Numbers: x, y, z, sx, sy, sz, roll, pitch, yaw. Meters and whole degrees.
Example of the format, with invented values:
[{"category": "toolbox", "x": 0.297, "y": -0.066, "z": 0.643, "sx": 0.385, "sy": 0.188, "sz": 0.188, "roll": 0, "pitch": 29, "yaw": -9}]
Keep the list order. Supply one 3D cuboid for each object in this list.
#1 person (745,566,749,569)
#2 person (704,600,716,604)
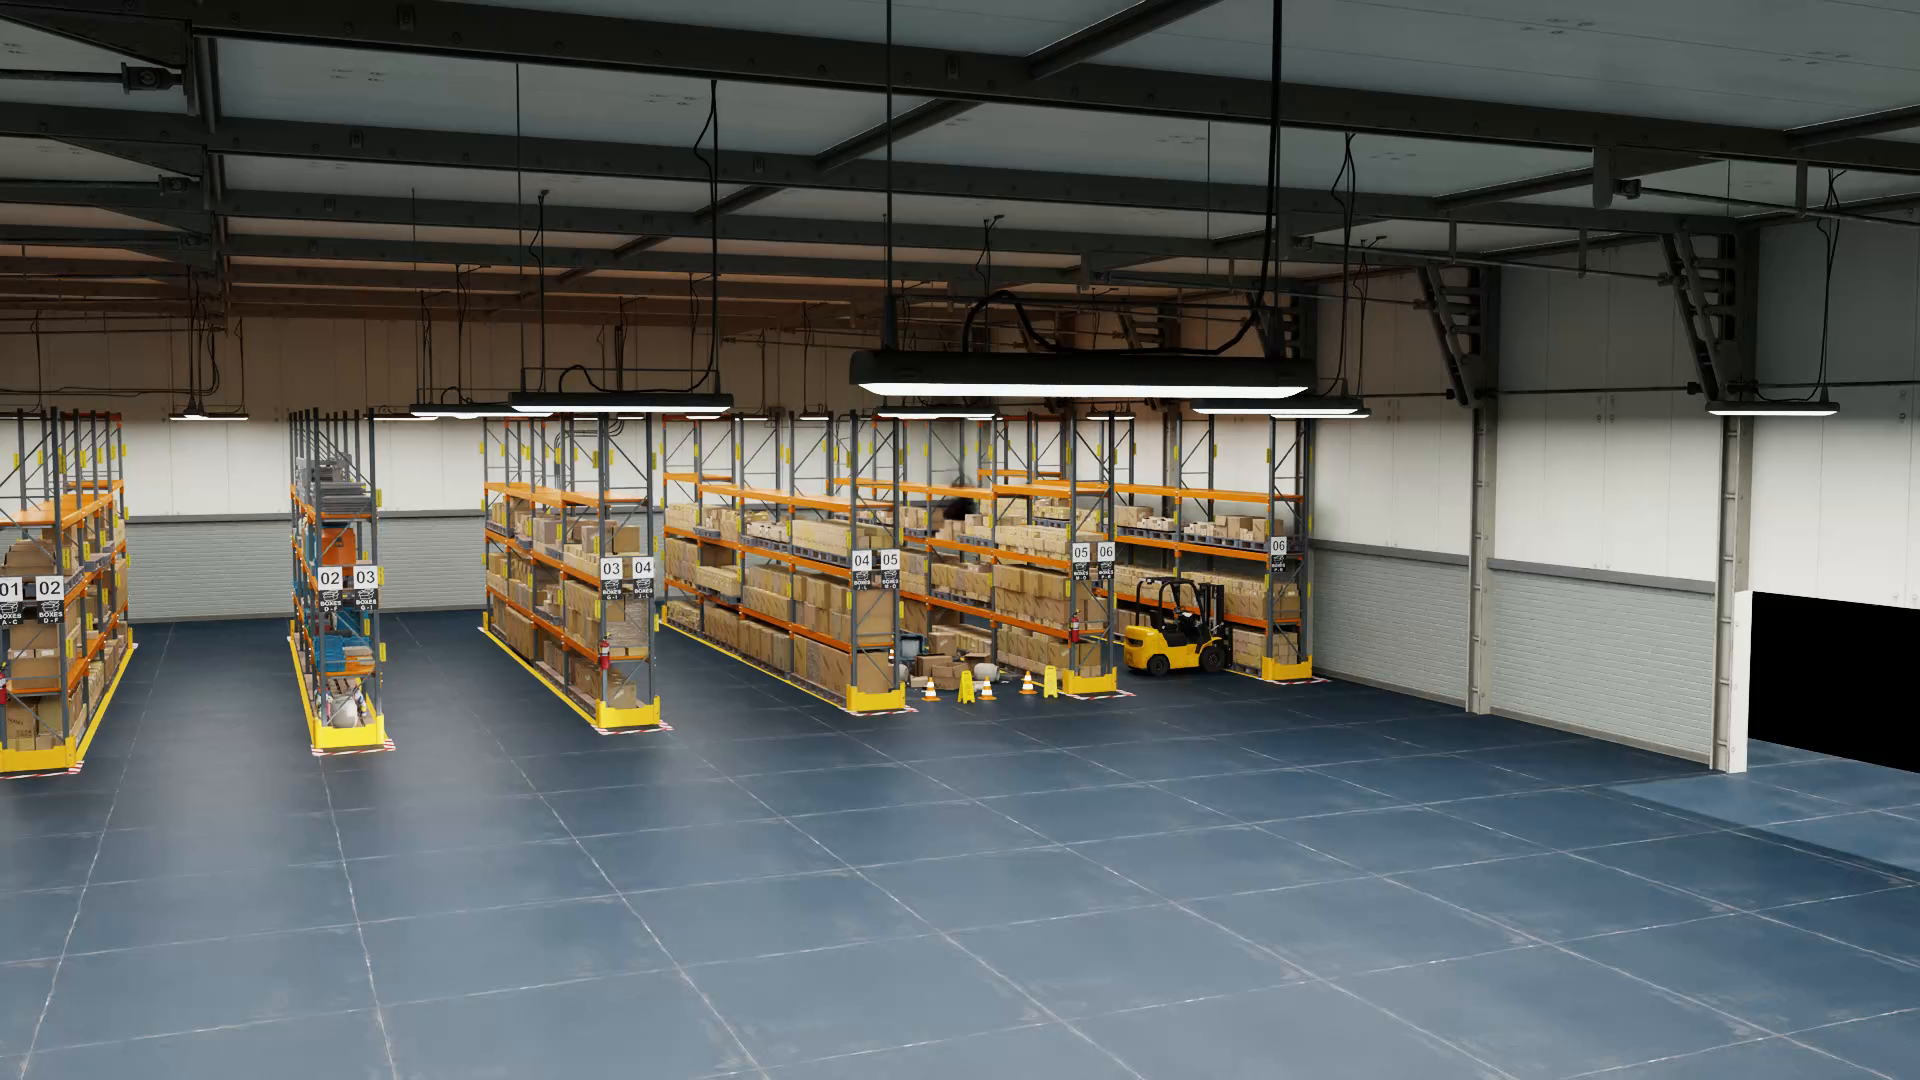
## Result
[{"category": "person", "x": -6.086, "y": 1.573, "z": 47.935, "sx": 0.533, "sy": 1.626, "sz": 0.757, "roll": -3, "pitch": 5, "yaw": -39}, {"category": "person", "x": -7.454, "y": 1.372, "z": 49.488, "sx": 0.519, "sy": 1.597, "sz": 0.981, "roll": 2, "pitch": 4, "yaw": 24}]
